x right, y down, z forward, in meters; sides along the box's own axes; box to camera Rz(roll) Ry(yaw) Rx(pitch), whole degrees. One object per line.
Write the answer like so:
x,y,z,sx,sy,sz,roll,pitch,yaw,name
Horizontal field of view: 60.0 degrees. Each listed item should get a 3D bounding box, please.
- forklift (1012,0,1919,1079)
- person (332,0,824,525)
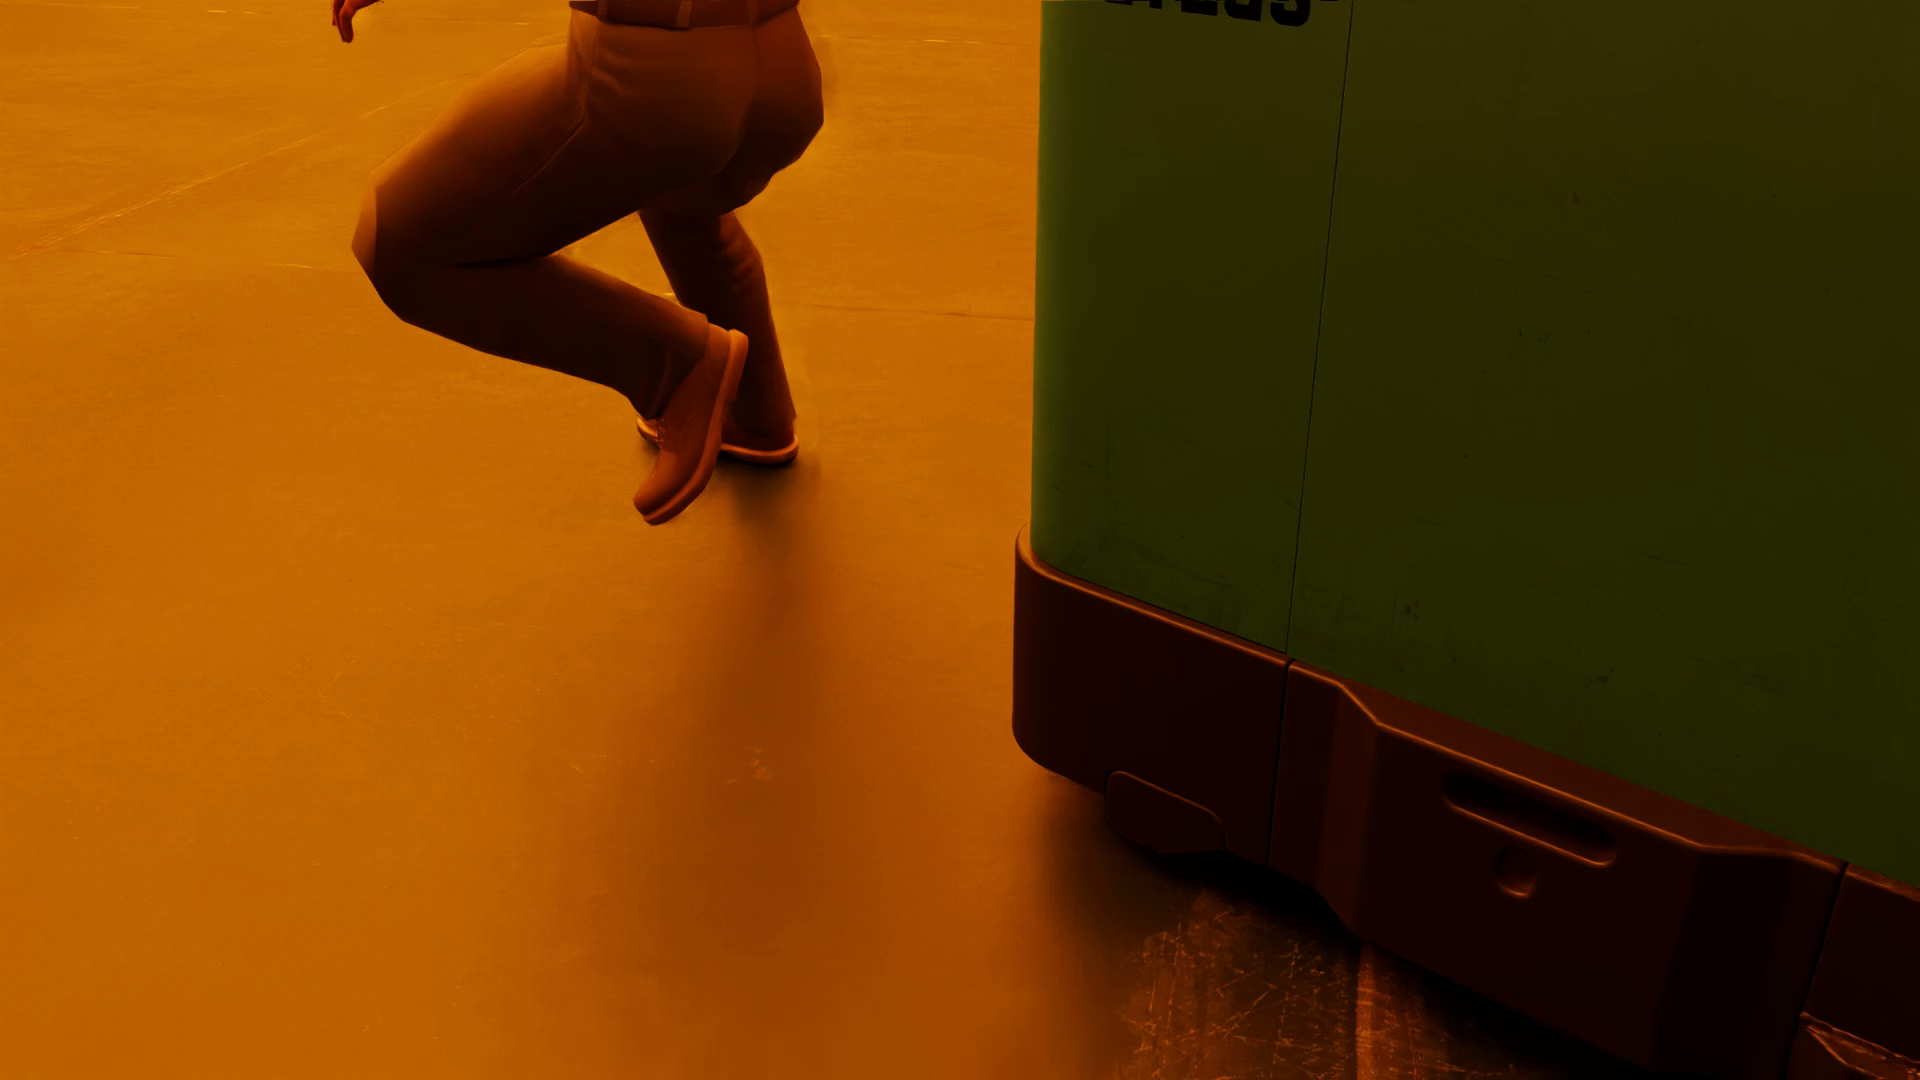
1.520,-0.770,0.773,3.031,2.935,1.130,20,33,34,forklift
-0.470,-0.672,2.187,0.700,1.469,0.742,14,30,25,person
